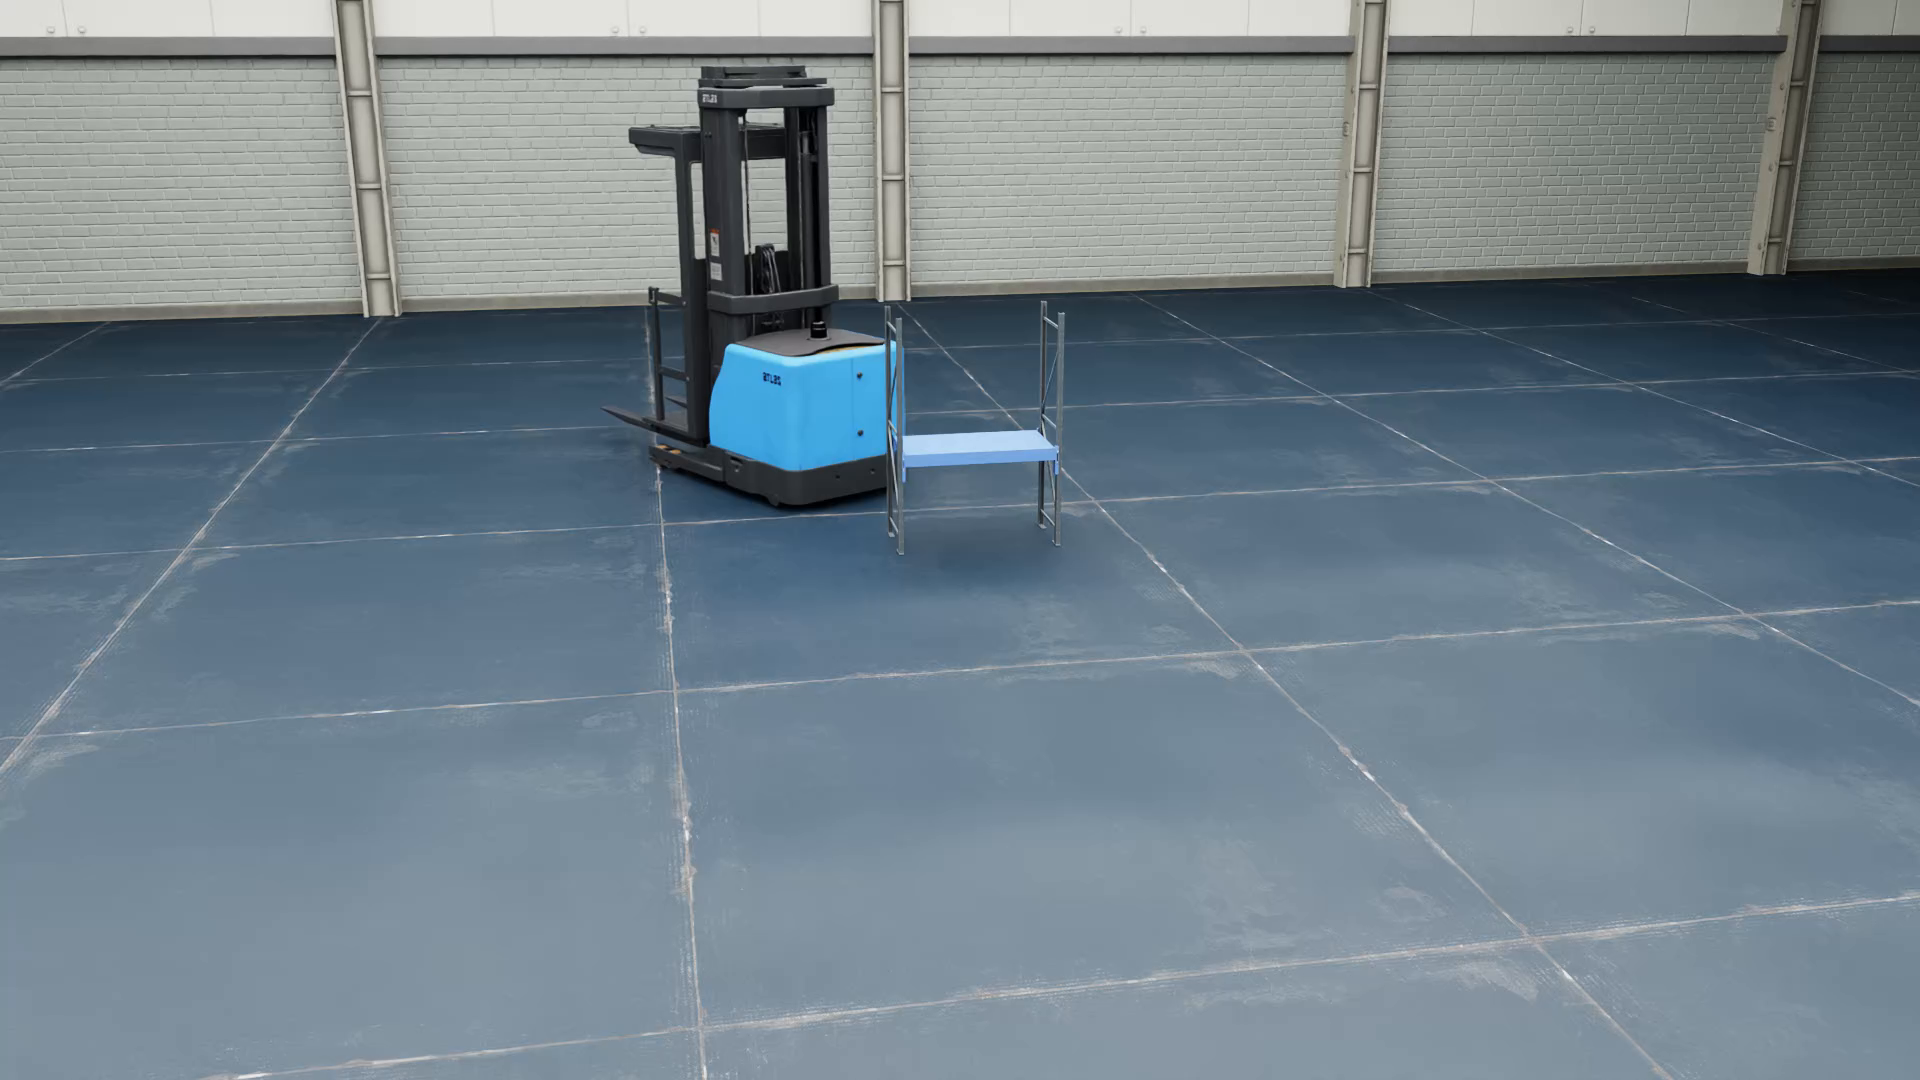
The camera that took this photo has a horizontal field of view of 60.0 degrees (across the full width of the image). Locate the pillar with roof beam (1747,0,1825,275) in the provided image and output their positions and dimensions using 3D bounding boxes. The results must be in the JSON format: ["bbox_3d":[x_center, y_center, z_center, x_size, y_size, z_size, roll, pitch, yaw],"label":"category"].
[{"bbox_3d":[11.777,-6.689,17.262,0.400,9.000,9.100,-3,17,-10],"label":"pillar with roof beam"}]

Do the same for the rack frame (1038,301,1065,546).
[{"bbox_3d":[0.583,-0.750,10.699,0.032,1.500,0.500,-3,17,-10],"label":"rack frame"}]

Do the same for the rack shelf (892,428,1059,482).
[{"bbox_3d":[0.084,-0.550,10.660,1.000,0.185,0.538,-3,17,-10],"label":"rack shelf"}]

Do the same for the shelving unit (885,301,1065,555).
[{"bbox_3d":[0.084,-0.722,10.607,1.048,1.500,0.538,-3,17,-10],"label":"shelving unit"}]

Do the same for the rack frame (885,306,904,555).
[{"bbox_3d":[-0.415,-0.693,10.515,0.032,1.500,0.500,-3,17,-10],"label":"rack frame"}]

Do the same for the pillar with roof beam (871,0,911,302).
[{"bbox_3d":[-0.005,-6.020,15.085,0.400,9.000,9.100,-3,17,-10],"label":"pillar with roof beam"}]

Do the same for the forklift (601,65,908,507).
[{"bbox_3d":[-1.705,-1.996,12.317,1.130,2.935,3.031,-14,22,-38],"label":"forklift"}]

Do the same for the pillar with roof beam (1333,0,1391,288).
[{"bbox_3d":[5.886,-6.354,16.174,0.400,9.000,9.100,-3,17,-10],"label":"pillar with roof beam"}]

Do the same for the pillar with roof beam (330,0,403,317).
[{"bbox_3d":[-5.896,-5.686,13.997,0.400,9.000,9.100,-3,17,-10],"label":"pillar with roof beam"}]
